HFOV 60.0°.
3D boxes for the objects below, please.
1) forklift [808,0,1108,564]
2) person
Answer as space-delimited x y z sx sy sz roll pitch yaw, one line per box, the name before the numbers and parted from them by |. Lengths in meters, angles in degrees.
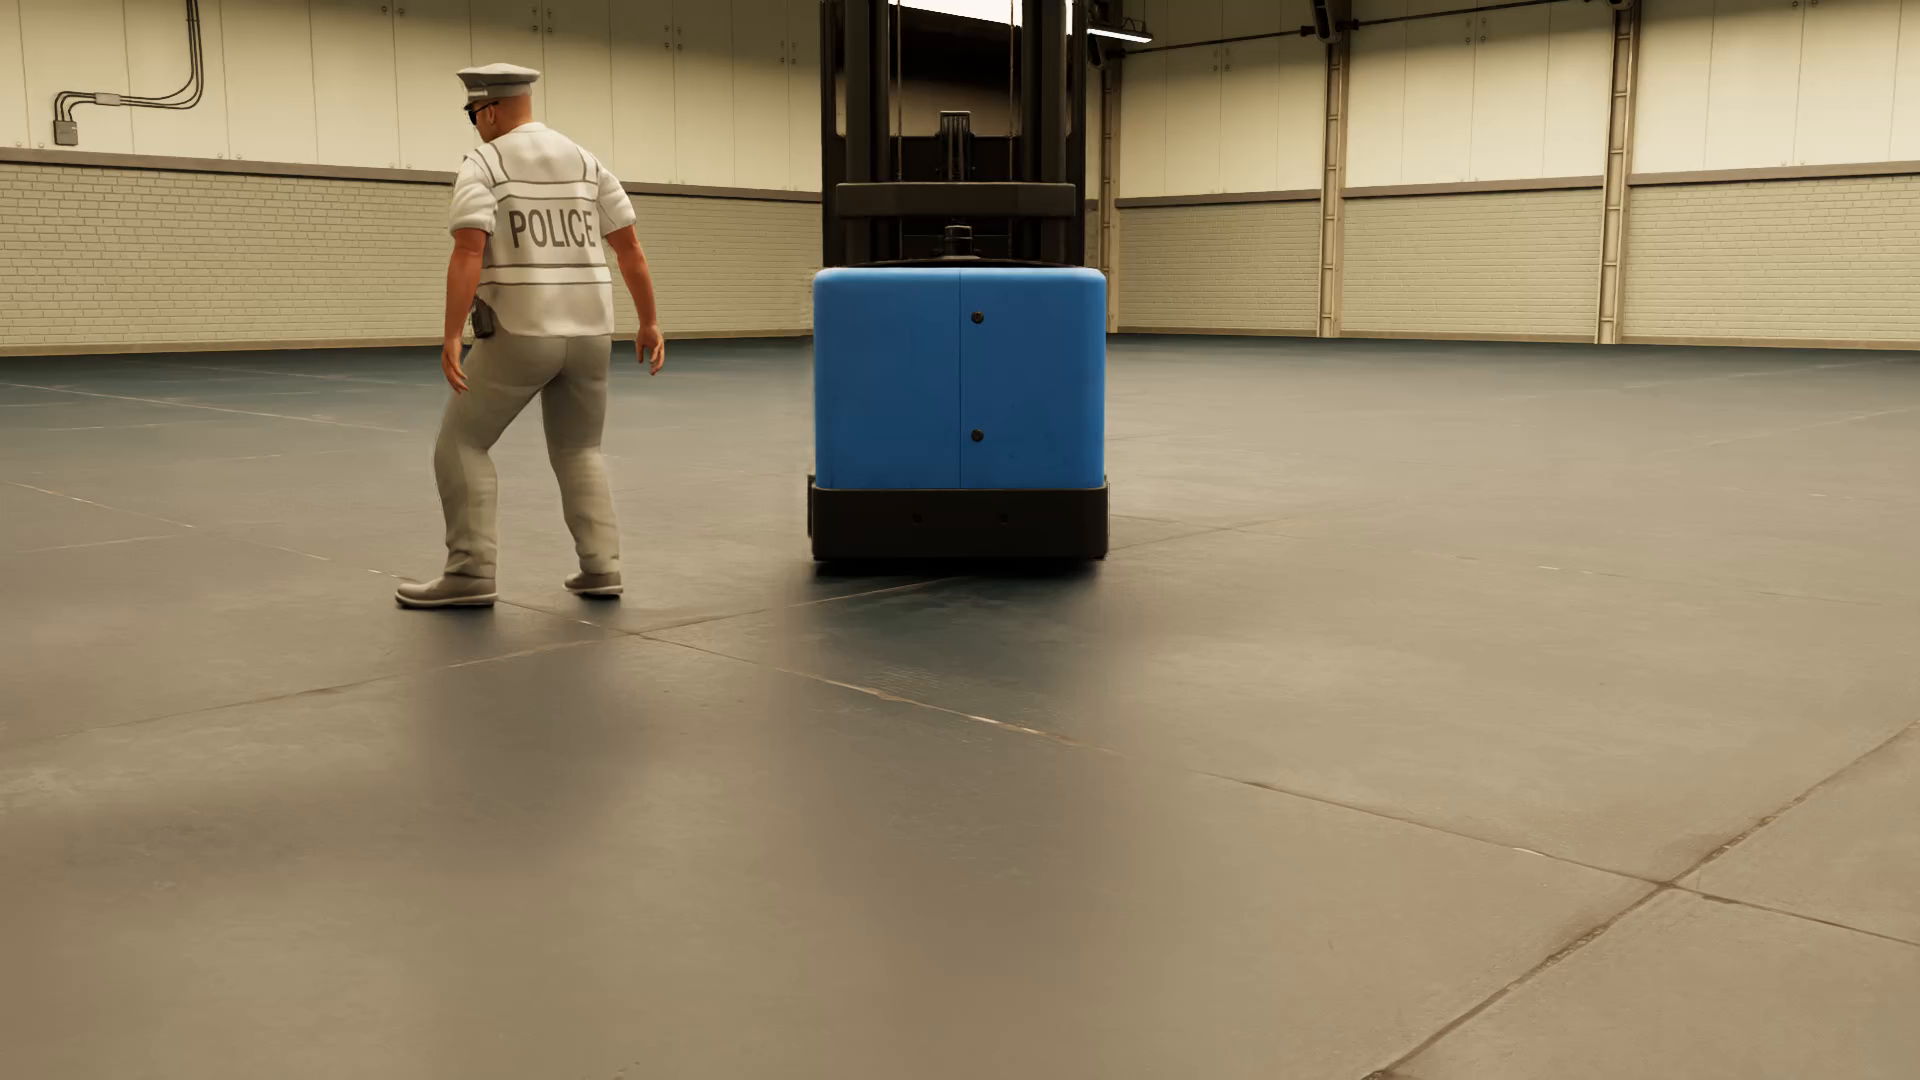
forklift | -0.032 -1.542 7.114 1.130 2.935 3.031 0 9 -1
person | -1.380 -0.655 5.358 0.874 1.719 0.426 -8 12 -42
